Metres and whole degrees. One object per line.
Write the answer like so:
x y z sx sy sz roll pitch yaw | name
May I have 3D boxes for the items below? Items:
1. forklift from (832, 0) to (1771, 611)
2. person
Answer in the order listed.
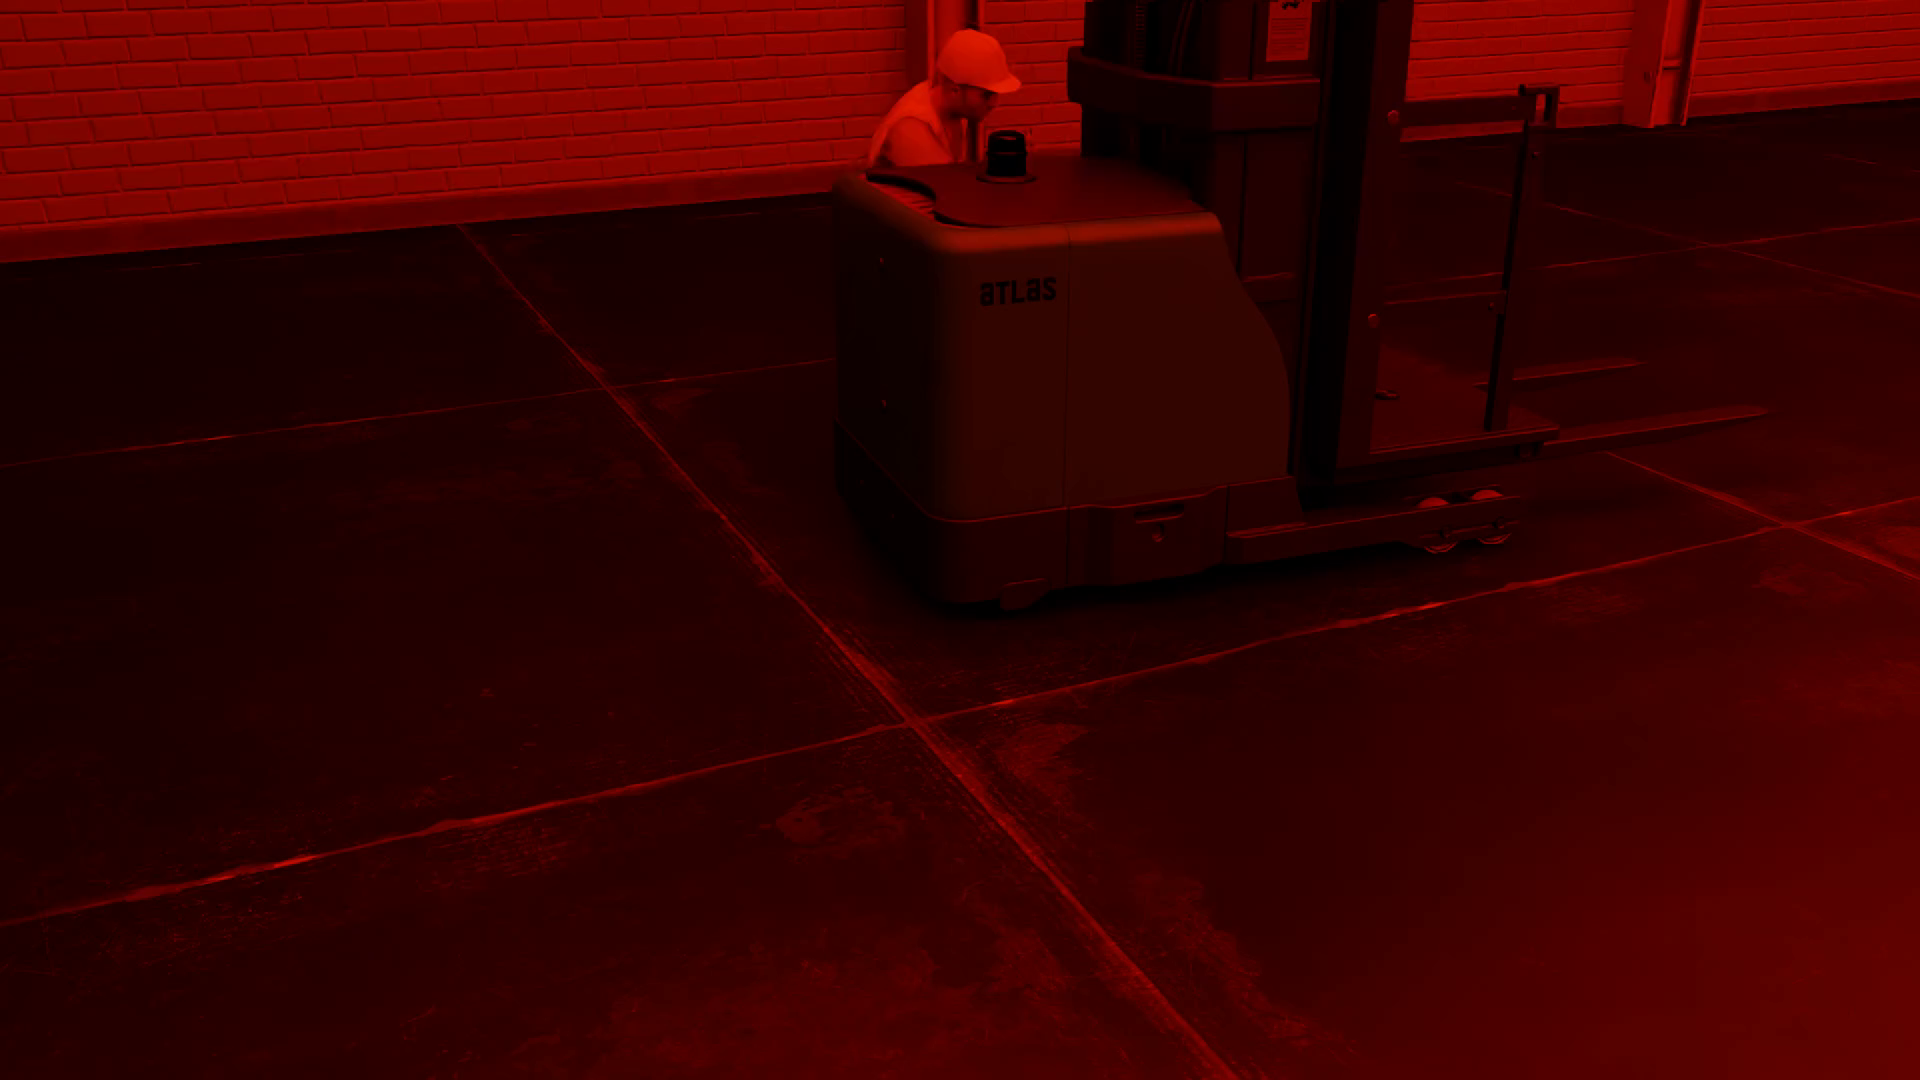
1.176 -1.493 4.881 3.031 2.935 1.130 -8 24 -19 | forklift
0.102 -0.993 5.684 0.970 1.480 1.084 9 24 20 | person
